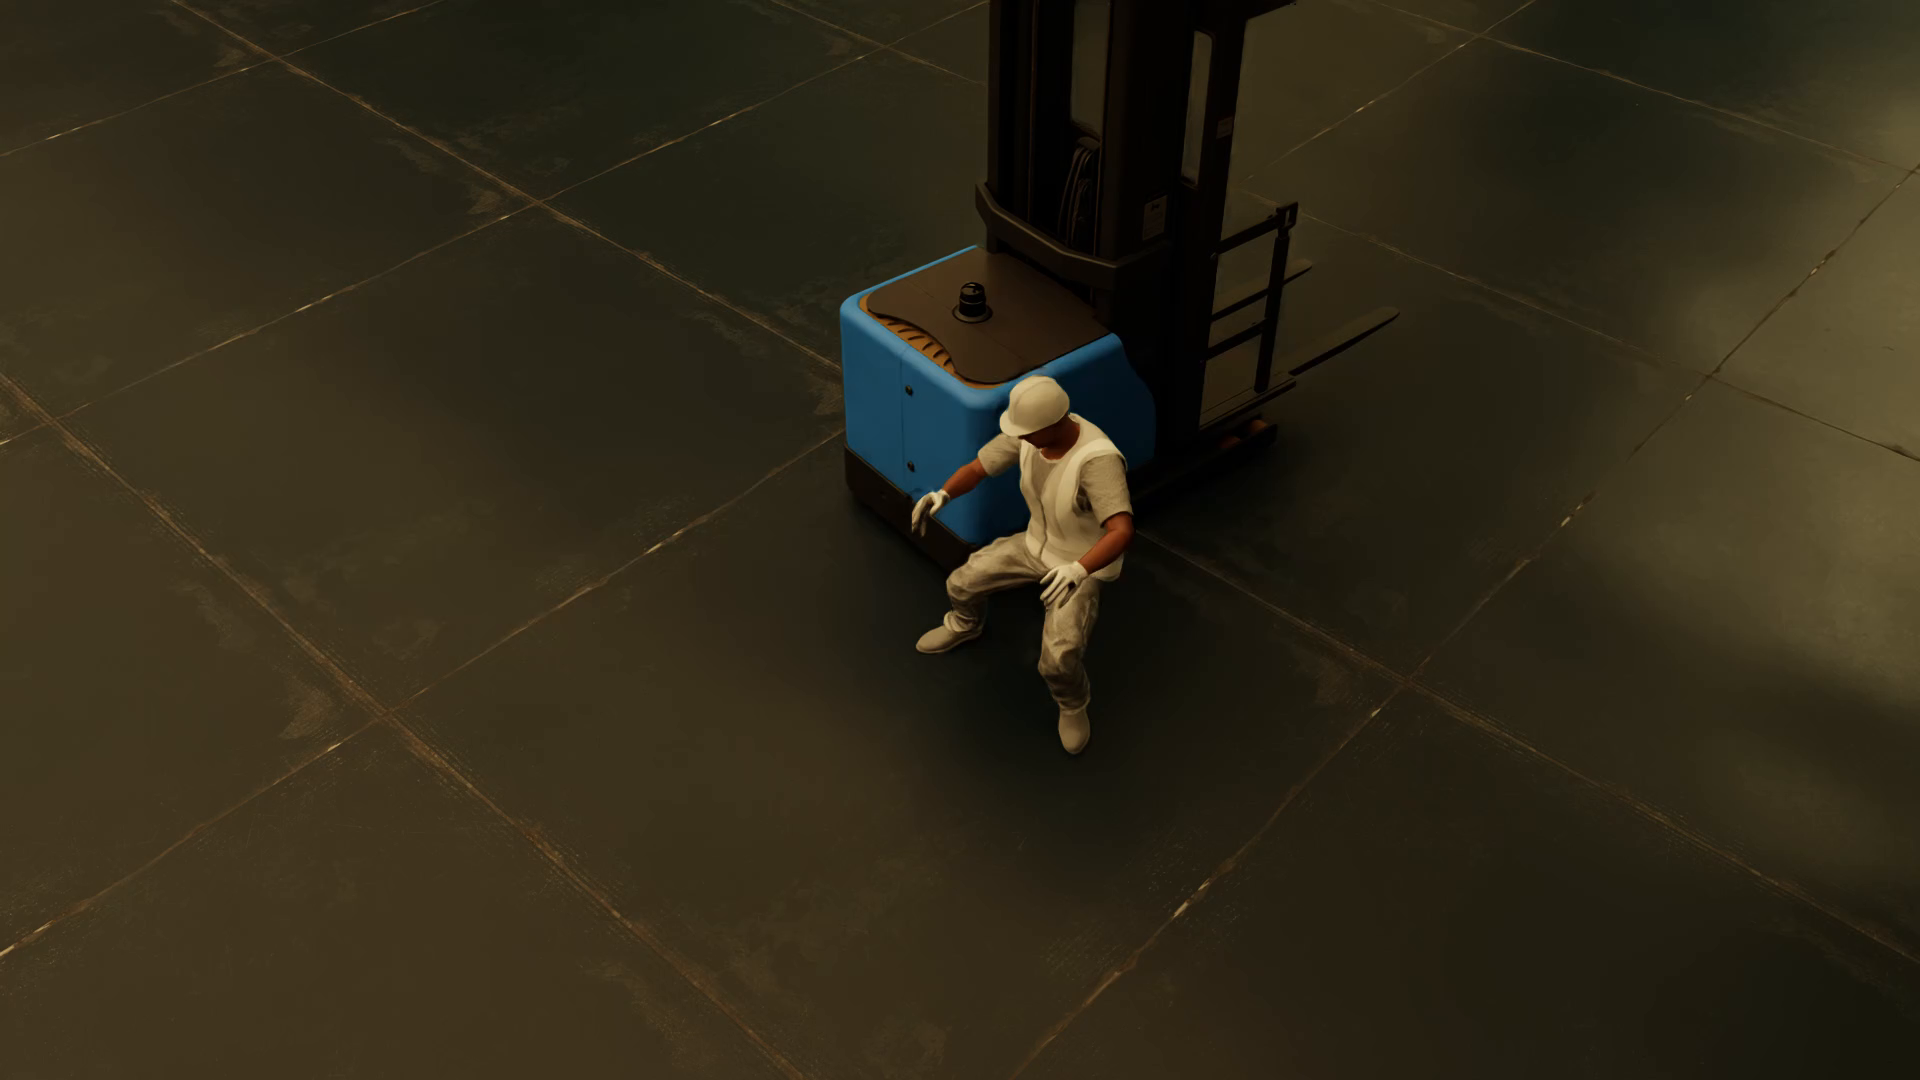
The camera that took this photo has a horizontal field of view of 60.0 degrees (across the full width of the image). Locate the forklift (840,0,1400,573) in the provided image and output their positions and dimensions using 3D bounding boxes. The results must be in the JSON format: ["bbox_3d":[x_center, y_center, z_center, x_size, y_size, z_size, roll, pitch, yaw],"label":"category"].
[{"bbox_3d":[0.925,-1.700,7.409,3.031,2.935,1.130,-28,48,-28],"label":"forklift"}]

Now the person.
[{"bbox_3d":[0.240,0.074,6.415,0.788,1.543,1.043,-23,46,-25],"label":"person"}]
